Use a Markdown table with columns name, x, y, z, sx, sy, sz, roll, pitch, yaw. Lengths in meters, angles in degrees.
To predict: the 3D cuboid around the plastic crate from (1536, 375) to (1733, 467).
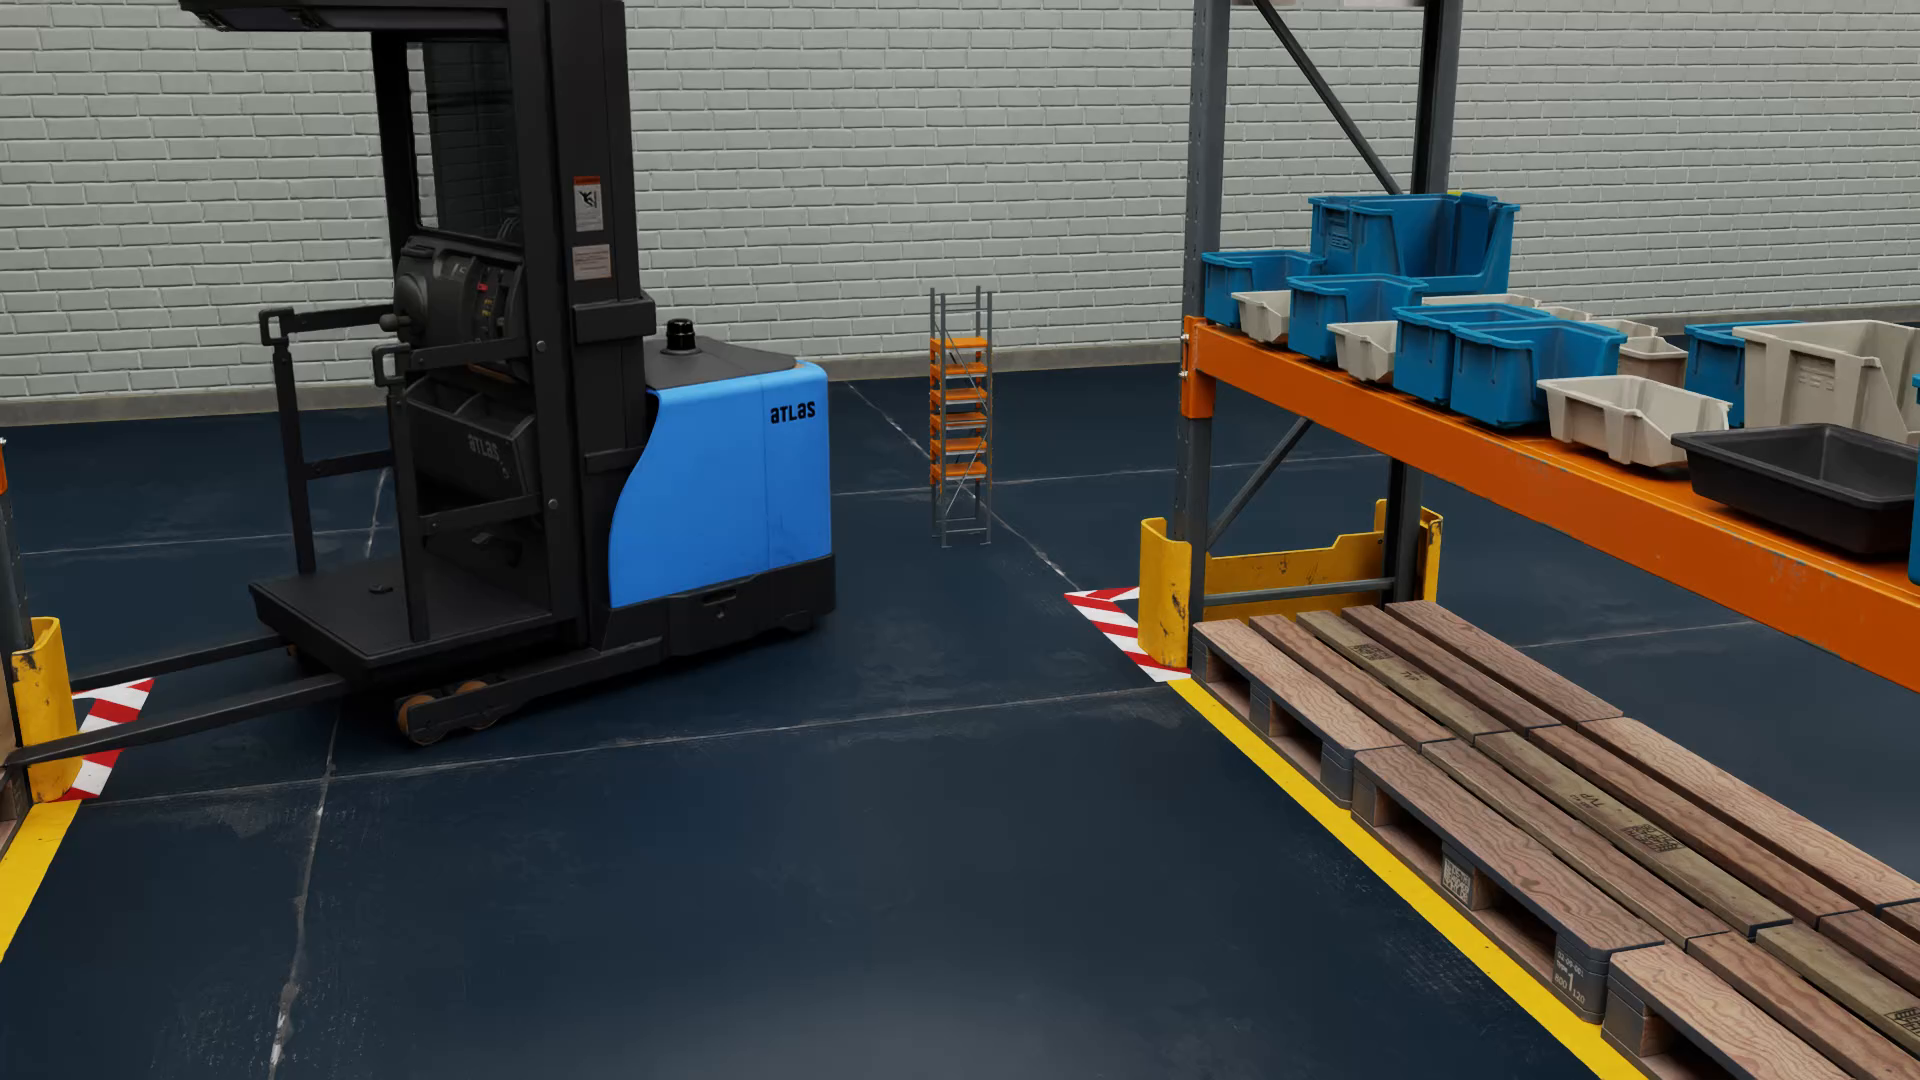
| name | x | y | z | sx | sy | sz | roll | pitch | yaw |
| --- | --- | --- | --- | --- | --- | --- | --- | --- | --- |
| plastic crate | 1.647 | -0.285 | 4.041 | 0.293 | 0.136 | 0.466 | -5 | 17 | -15 |

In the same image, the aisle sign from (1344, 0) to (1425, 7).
| name | x | y | z | sx | sy | sz | roll | pitch | yaw |
| --- | --- | --- | --- | --- | --- | --- | --- | --- | --- |
| aisle sign | 1.577 | -2.319 | 5.940 | 0.394 | 0.787 | 0.004 | -5 | 17 | -15 |

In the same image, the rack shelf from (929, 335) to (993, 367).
| name | x | y | z | sx | sy | sz | roll | pitch | yaw |
| --- | --- | --- | --- | --- | --- | --- | --- | --- | --- |
| rack shelf | 0.004 | -0.873 | 7.675 | 0.258 | 0.103 | 0.180 | -5 | 17 | -15 |

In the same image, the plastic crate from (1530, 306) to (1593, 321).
| name | x | y | z | sx | sy | sz | roll | pitch | yaw |
| --- | --- | --- | --- | --- | --- | --- | --- | --- | --- |
| plastic crate | 1.779 | -0.641 | 5.226 | 0.396 | 0.136 | 0.243 | -5 | 17 | -15 |

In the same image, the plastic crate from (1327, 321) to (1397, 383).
| name | x | y | z | sx | sy | sz | roll | pitch | yaw |
| --- | --- | --- | --- | --- | --- | --- | --- | --- | --- |
| plastic crate | 1.262 | -0.556 | 4.944 | 0.250 | 0.136 | 0.298 | -5 | 17 | -15 |

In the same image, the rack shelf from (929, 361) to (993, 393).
| name | x | y | z | sx | sy | sz | roll | pitch | yaw |
| --- | --- | --- | --- | --- | --- | --- | --- | --- | --- |
| rack shelf | 0.004 | -0.758 | 7.710 | 0.258 | 0.103 | 0.180 | -5 | 17 | -15 |

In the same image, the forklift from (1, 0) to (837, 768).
| name | x | y | z | sx | sy | sz | roll | pitch | yaw |
| --- | --- | --- | --- | --- | --- | --- | --- | --- | --- |
| forklift | -1.940 | -0.879 | 5.782 | 3.031 | 2.935 | 1.130 | -14 | 22 | -40 |

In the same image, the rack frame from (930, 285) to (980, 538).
| name | x | y | z | sx | sy | sz | roll | pitch | yaw |
| --- | --- | --- | --- | --- | --- | --- | --- | --- | --- |
| rack frame | -0.021 | -0.596 | 7.850 | 0.240 | 1.200 | 0.006 | -5 | 17 | -15 |

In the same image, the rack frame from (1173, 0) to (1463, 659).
| name | x | y | z | sx | sy | sz | roll | pitch | yaw |
| --- | --- | --- | --- | --- | --- | --- | --- | --- | --- |
| rack frame | 1.315 | -1.031 | 6.171 | 1.000 | 3.000 | 0.127 | -5 | 17 | -15 |

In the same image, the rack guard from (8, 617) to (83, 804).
| name | x | y | z | sx | sy | sz | roll | pitch | yaw |
| --- | --- | --- | --- | --- | --- | --- | --- | --- | --- |
| rack guard | -3.428 | 0.578 | 5.160 | 1.175 | 0.500 | 0.348 | -5 | 17 | -15 |

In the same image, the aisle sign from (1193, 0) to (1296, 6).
| name | x | y | z | sx | sy | sz | roll | pitch | yaw |
| --- | --- | --- | --- | --- | --- | --- | --- | --- | --- |
| aisle sign | 1.010 | -2.273 | 5.785 | 0.394 | 0.787 | 0.004 | -5 | 17 | -15 |

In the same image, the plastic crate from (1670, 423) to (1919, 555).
| name | x | y | z | sx | sy | sz | roll | pitch | yaw |
| --- | --- | --- | --- | --- | --- | --- | --- | --- | --- |
| plastic crate | 1.849 | -0.110 | 3.478 | 0.437 | 0.125 | 0.590 | -5 | 17 | -15 |

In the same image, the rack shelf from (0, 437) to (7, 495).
| name | x | y | z | sx | sy | sz | roll | pitch | yaw |
| --- | --- | --- | --- | --- | --- | --- | --- | --- | --- |
| rack shelf | -2.899 | 0.257 | 3.132 | 1.077 | 0.370 | 4.000 | -5 | 17 | -15 |

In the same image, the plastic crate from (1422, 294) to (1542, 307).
| name | x | y | z | sx | sy | sz | roll | pitch | yaw |
| --- | --- | --- | --- | --- | --- | --- | --- | --- | --- |
| plastic crate | 1.713 | -0.722 | 5.497 | 0.396 | 0.136 | 0.243 | -5 | 17 | -15 |

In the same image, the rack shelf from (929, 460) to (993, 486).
| name | x | y | z | sx | sy | sz | roll | pitch | yaw |
| --- | --- | --- | --- | --- | --- | --- | --- | --- | --- |
| rack shelf | 0.004 | -0.298 | 7.848 | 0.258 | 0.103 | 0.180 | -5 | 17 | -15 |

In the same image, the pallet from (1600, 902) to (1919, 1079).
| name | x | y | z | sx | sy | sz | roll | pitch | yaw |
| --- | --- | --- | --- | --- | --- | --- | --- | --- | --- |
| pallet | 2.175 | 1.210 | 3.555 | 1.003 | 0.211 | 1.213 | -5 | 17 | -15 |

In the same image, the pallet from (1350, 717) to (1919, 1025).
| name | x | y | z | sx | sy | sz | roll | pitch | yaw |
| --- | --- | --- | --- | --- | --- | --- | --- | --- | --- |
| pallet | 1.836 | 0.872 | 4.681 | 1.003 | 0.211 | 1.213 | -5 | 17 | -15 |

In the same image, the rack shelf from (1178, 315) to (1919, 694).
| name | x | y | z | sx | sy | sz | roll | pitch | yaw |
| --- | --- | --- | --- | --- | --- | --- | --- | --- | --- |
| rack shelf | 1.865 | -0.133 | 4.433 | 1.077 | 0.370 | 4.000 | -5 | 17 | -15 |

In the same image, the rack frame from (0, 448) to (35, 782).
| name | x | y | z | sx | sy | sz | roll | pitch | yaw |
| --- | --- | --- | --- | --- | --- | --- | --- | --- | --- |
| rack frame | -3.448 | -0.641 | 4.871 | 1.000 | 3.000 | 0.127 | -5 | 17 | -15 |

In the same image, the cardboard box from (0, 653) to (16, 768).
| name | x | y | z | sx | sy | sz | roll | pitch | yaw |
| --- | --- | --- | --- | --- | --- | --- | --- | --- | --- |
| cardboard box | -3.062 | 0.477 | 4.731 | 0.500 | 0.500 | 0.500 | -5 | 17 | -15 |

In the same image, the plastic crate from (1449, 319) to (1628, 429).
| name | x | y | z | sx | sy | sz | roll | pitch | yaw |
| --- | --- | --- | --- | --- | --- | --- | --- | --- | --- |
| plastic crate | 1.511 | -0.438 | 4.383 | 0.416 | 0.233 | 0.300 | -5 | 17 | -15 |

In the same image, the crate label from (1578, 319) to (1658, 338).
| name | x | y | z | sx | sy | sz | roll | pitch | yaw |
| --- | --- | --- | --- | --- | --- | --- | --- | --- | --- |
| crate label | 1.879 | -0.566 | 4.976 | 0.396 | 0.136 | 0.243 | -5 | 17 | -15 |

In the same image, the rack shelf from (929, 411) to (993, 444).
| name | x | y | z | sx | sy | sz | roll | pitch | yaw |
| --- | --- | --- | --- | --- | --- | --- | --- | --- | --- |
| rack shelf | 0.004 | -0.528 | 7.779 | 0.258 | 0.103 | 0.180 | -5 | 17 | -15 |

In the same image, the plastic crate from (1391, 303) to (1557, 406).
| name | x | y | z | sx | sy | sz | roll | pitch | yaw |
| --- | --- | --- | --- | --- | --- | --- | --- | --- | --- |
| plastic crate | 1.428 | -0.521 | 4.660 | 0.416 | 0.233 | 0.300 | -5 | 17 | -15 |

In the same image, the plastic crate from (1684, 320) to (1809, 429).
| name | x | y | z | sx | sy | sz | roll | pitch | yaw |
| --- | --- | --- | --- | --- | --- | --- | --- | --- | --- |
| plastic crate | 2.126 | -0.432 | 4.363 | 0.416 | 0.233 | 0.300 | -5 | 17 | -15 |

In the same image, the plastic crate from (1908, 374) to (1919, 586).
| name | x | y | z | sx | sy | sz | roll | pitch | yaw |
| --- | --- | --- | --- | --- | --- | --- | --- | --- | --- |
| plastic crate | 1.958 | -0.048 | 2.821 | 0.392 | 0.384 | 0.575 | -5 | 17 | -15 |

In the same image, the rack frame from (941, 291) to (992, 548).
| name | x | y | z | sx | sy | sz | roll | pitch | yaw |
| --- | --- | --- | --- | --- | --- | --- | --- | --- | --- |
| rack frame | 0.029 | -0.545 | 7.682 | 0.240 | 1.200 | 0.006 | -5 | 17 | -15 |

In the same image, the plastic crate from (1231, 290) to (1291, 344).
| name | x | y | z | sx | sy | sz | roll | pitch | yaw |
| --- | --- | --- | --- | --- | --- | --- | --- | --- | --- |
| plastic crate | 1.075 | -0.744 | 5.569 | 0.250 | 0.136 | 0.298 | -5 | 17 | -15 |

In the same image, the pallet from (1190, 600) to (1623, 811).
| name | x | y | z | sx | sy | sz | roll | pitch | yaw |
| --- | --- | --- | --- | --- | --- | --- | --- | --- | --- |
| pallet | 1.505 | 0.536 | 5.802 | 1.003 | 0.211 | 1.213 | -5 | 17 | -15 |

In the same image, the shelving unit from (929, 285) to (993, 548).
| name | x | y | z | sx | sy | sz | roll | pitch | yaw |
| --- | --- | --- | --- | --- | --- | --- | --- | --- | --- |
| shelving unit | 0.004 | -0.571 | 7.766 | 0.258 | 1.200 | 0.189 | -5 | 17 | -15 |

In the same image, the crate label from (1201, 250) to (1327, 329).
| name | x | y | z | sx | sy | sz | roll | pitch | yaw |
| --- | --- | --- | --- | --- | --- | --- | --- | --- | --- |
| crate label | 1.067 | -0.885 | 5.872 | 0.416 | 0.233 | 0.303 | -5 | 17 | -15 |

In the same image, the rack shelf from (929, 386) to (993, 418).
| name | x | y | z | sx | sy | sz | roll | pitch | yaw |
| --- | --- | --- | --- | --- | --- | --- | --- | --- | --- |
| rack shelf | 0.004 | -0.643 | 7.744 | 0.258 | 0.103 | 0.180 | -5 | 17 | -15 |

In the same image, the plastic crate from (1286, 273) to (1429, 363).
| name | x | y | z | sx | sy | sz | roll | pitch | yaw |
| --- | --- | --- | --- | --- | --- | --- | --- | --- | --- |
| plastic crate | 1.247 | -0.703 | 5.266 | 0.416 | 0.233 | 0.300 | -5 | 17 | -15 |

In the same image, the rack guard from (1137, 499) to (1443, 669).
| name | x | y | z | sx | sy | sz | roll | pitch | yaw |
| --- | --- | --- | --- | --- | --- | --- | --- | --- | --- |
| rack guard | 1.296 | 0.160 | 6.549 | 1.175 | 0.500 | 0.348 | -5 | 17 | -15 |

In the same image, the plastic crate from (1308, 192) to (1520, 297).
| name | x | y | z | sx | sy | sz | roll | pitch | yaw |
| --- | --- | --- | --- | --- | --- | --- | --- | --- | --- |
| plastic crate | 1.587 | -0.999 | 5.898 | 0.616 | 0.435 | 0.499 | -5 | 17 | -15 |

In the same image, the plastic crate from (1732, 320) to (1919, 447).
| name | x | y | z | sx | sy | sz | roll | pitch | yaw |
| --- | --- | --- | --- | --- | --- | --- | --- | --- | --- |
| plastic crate | 2.172 | -0.334 | 3.950 | 0.437 | 0.282 | 0.530 | -5 | 17 | -15 |

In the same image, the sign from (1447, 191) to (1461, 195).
| name | x | y | z | sx | sy | sz | roll | pitch | yaw |
| --- | --- | --- | --- | --- | --- | --- | --- | --- | --- |
| sign | 1.840 | -1.157 | 6.307 | 0.100 | 0.325 | 0.005 | -5 | 17 | -15 |

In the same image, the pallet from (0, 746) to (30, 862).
| name | x | y | z | sx | sy | sz | roll | pitch | yaw |
| --- | --- | --- | --- | --- | --- | --- | --- | --- | --- |
| pallet | -3.208 | 0.937 | 4.468 | 1.003 | 0.211 | 1.213 | -5 | 17 | -15 |

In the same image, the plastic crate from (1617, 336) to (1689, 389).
| name | x | y | z | sx | sy | sz | roll | pitch | yaw |
| --- | --- | --- | --- | --- | --- | --- | --- | --- | --- |
| plastic crate | 1.978 | -0.486 | 4.708 | 0.298 | 0.136 | 0.250 | -5 | 17 | -15 |

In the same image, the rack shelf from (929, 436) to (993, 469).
| name | x | y | z | sx | sy | sz | roll | pitch | yaw |
| --- | --- | --- | --- | --- | --- | --- | --- | --- | --- |
| rack shelf | 0.004 | -0.413 | 7.813 | 0.258 | 0.103 | 0.180 | -5 | 17 | -15 |
